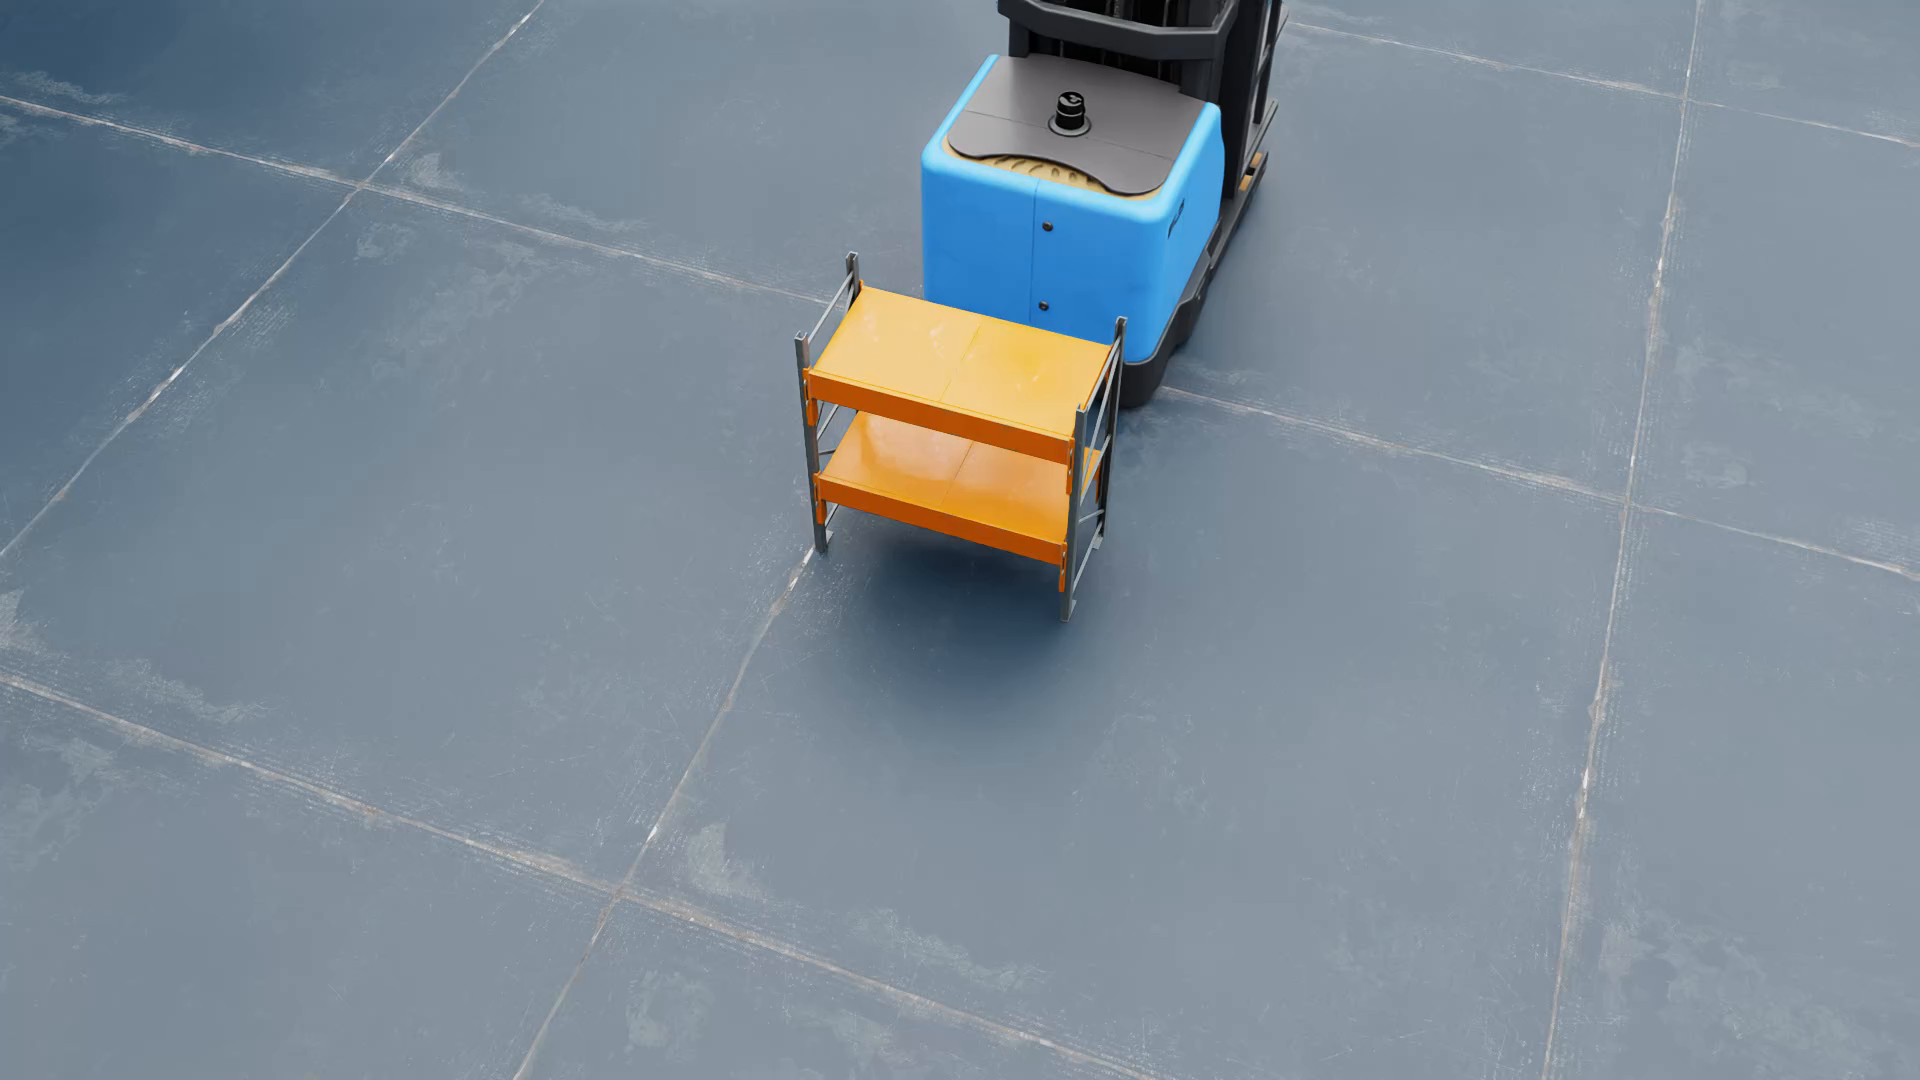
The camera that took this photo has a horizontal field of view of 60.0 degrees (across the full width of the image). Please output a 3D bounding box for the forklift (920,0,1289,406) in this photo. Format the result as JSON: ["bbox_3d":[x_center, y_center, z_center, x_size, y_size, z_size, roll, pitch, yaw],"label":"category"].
[{"bbox_3d":[0.852,-2.660,6.983,1.130,2.935,3.031,17,51,14],"label":"forklift"}]

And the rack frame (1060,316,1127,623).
[{"bbox_3d":[0.483,-0.234,6.075,0.032,1.125,0.500,16,51,13],"label":"rack frame"}]

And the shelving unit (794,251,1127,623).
[{"bbox_3d":[0.006,-0.367,6.190,1.048,1.125,0.538,16,51,13],"label":"shelving unit"}]

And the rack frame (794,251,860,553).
[{"bbox_3d":[-0.471,-0.500,6.305,0.032,1.125,0.500,16,51,13],"label":"rack frame"}]

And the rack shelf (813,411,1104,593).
[{"bbox_3d":[0.006,-0.206,6.375,1.000,0.278,0.538,16,51,13],"label":"rack shelf"}]

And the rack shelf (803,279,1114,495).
[{"bbox_3d":[0.006,-0.558,5.969,1.000,0.278,0.538,16,51,13],"label":"rack shelf"}]
